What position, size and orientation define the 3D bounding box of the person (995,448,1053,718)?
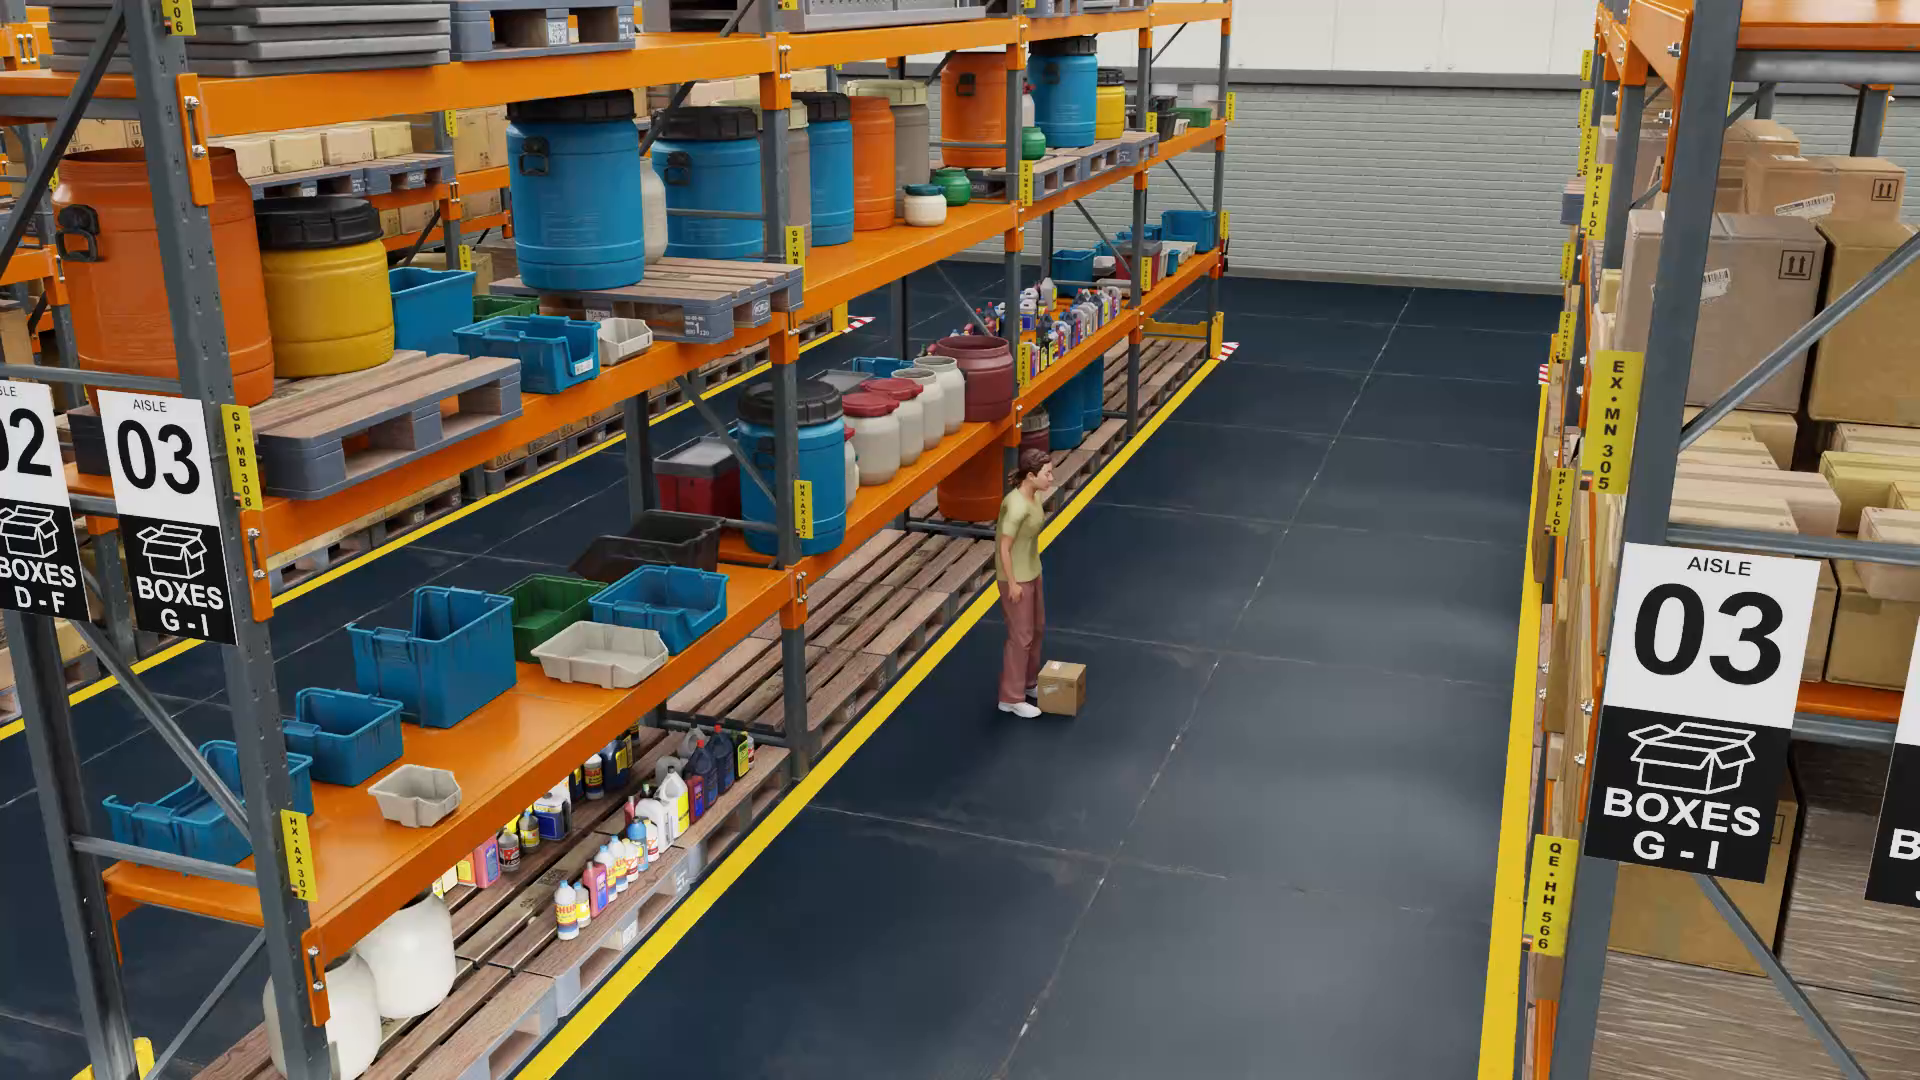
[{"bbox_3d":[0.405,0.240,10.357,0.360,1.672,0.498,6,20,18],"label":"person"}]
